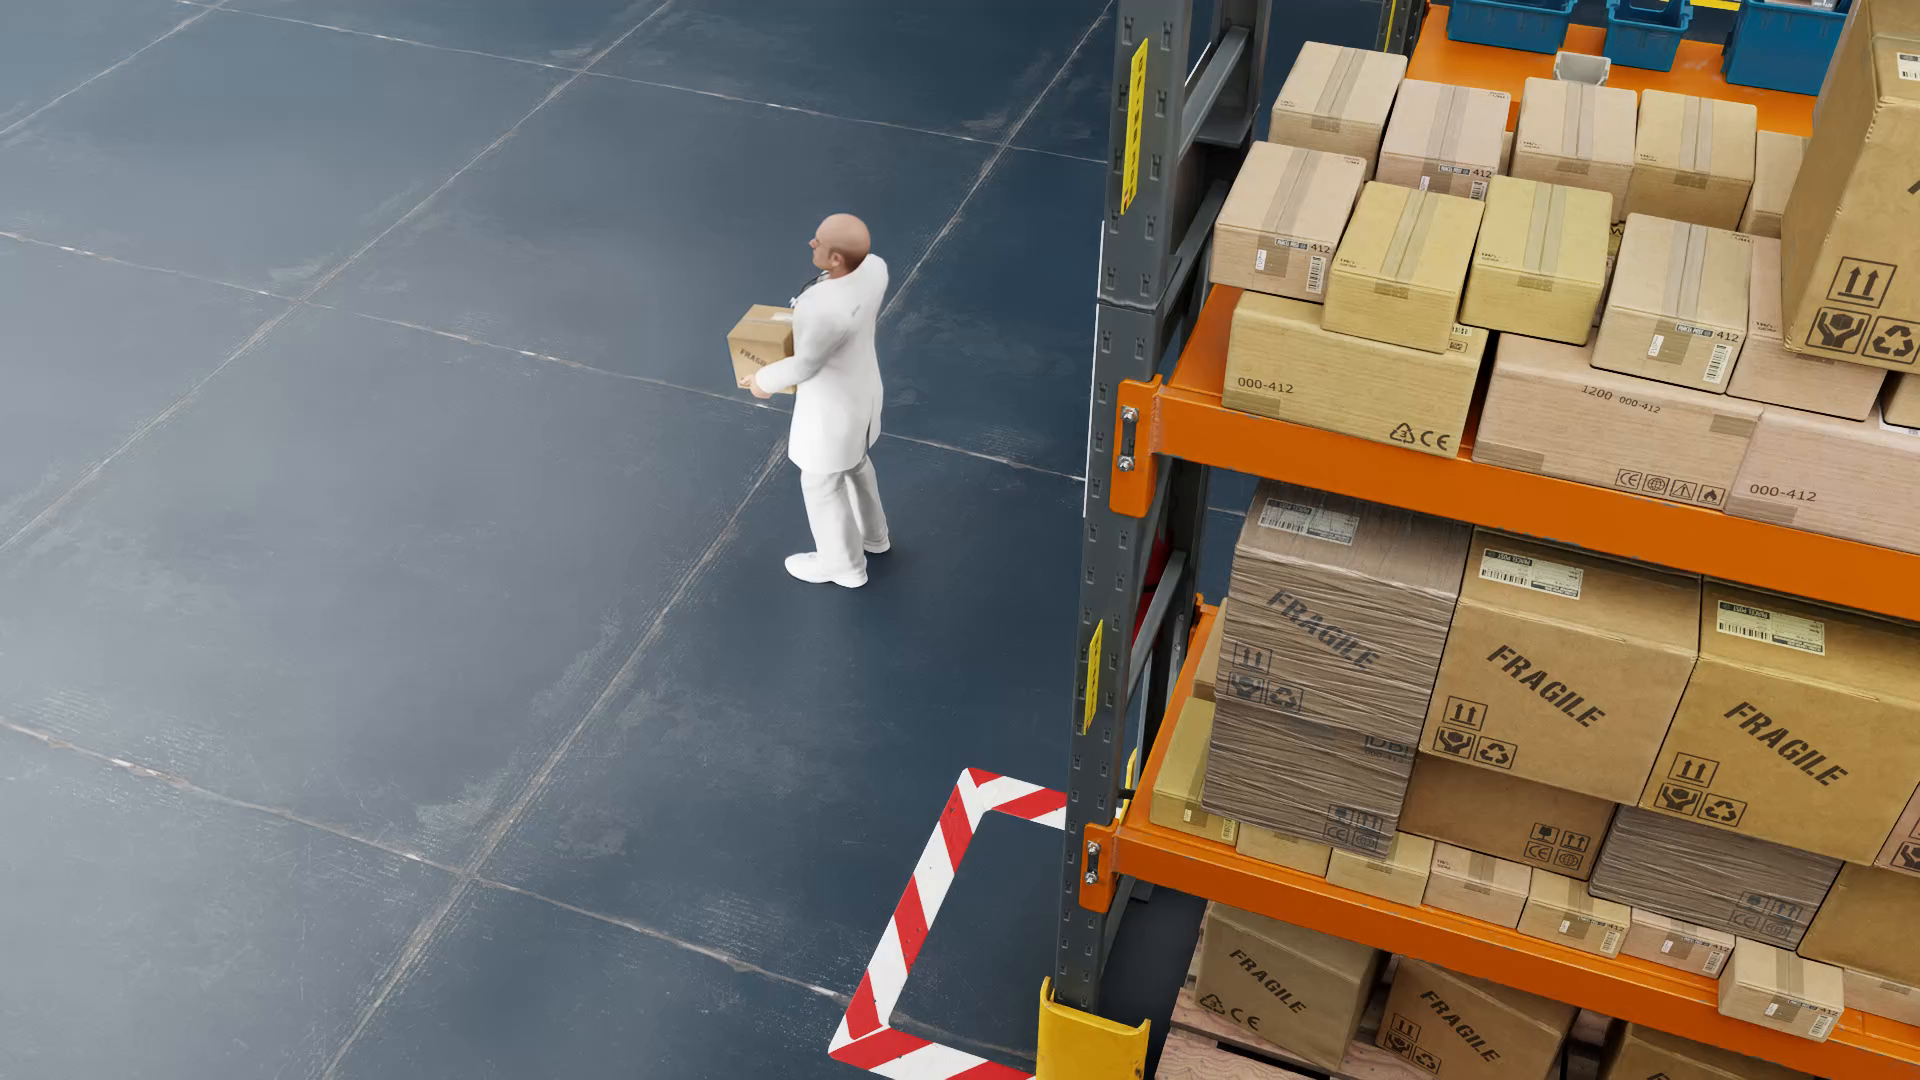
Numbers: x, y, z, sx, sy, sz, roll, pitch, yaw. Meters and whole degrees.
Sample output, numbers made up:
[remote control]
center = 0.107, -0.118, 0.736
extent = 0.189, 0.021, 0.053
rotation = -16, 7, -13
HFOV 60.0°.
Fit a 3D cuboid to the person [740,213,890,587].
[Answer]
[person]
center = -0.594, -0.593, 6.858
extent = 0.555, 1.769, 0.531
rotation = 14, 43, 15
